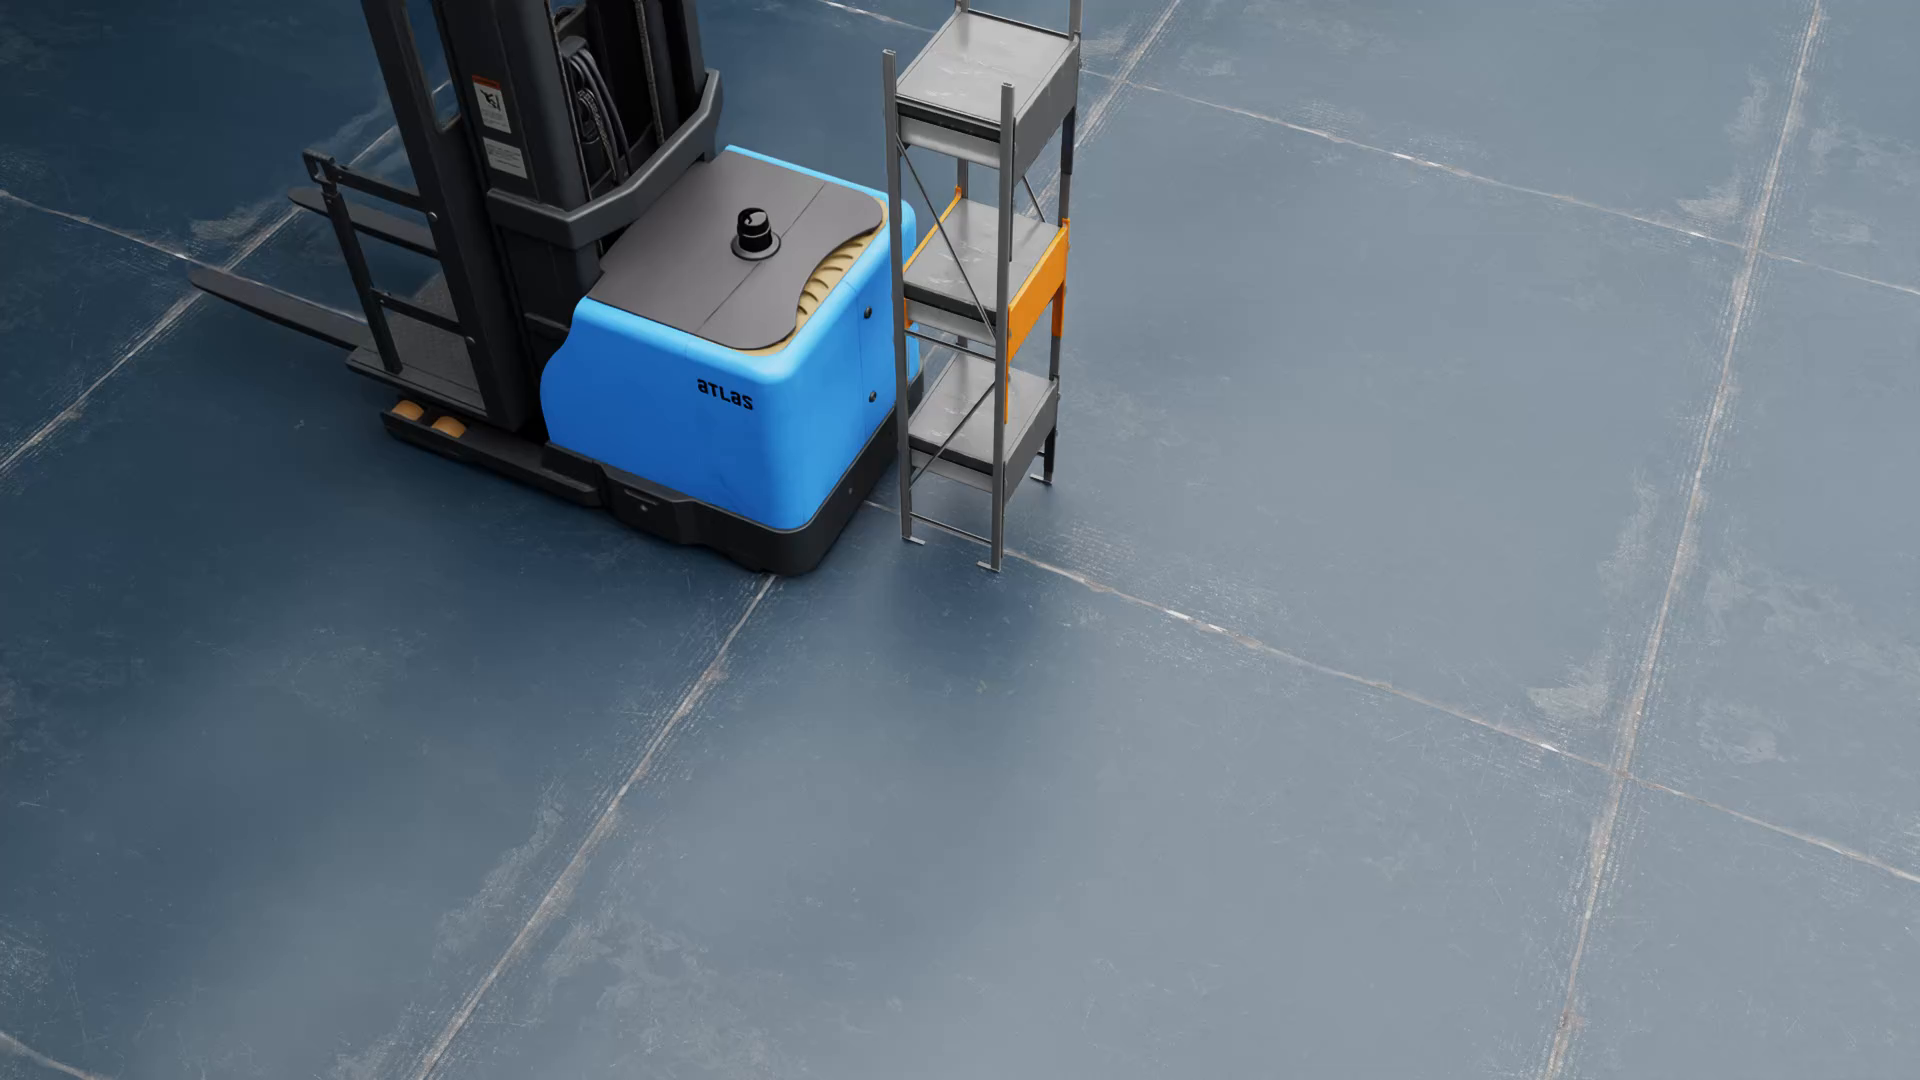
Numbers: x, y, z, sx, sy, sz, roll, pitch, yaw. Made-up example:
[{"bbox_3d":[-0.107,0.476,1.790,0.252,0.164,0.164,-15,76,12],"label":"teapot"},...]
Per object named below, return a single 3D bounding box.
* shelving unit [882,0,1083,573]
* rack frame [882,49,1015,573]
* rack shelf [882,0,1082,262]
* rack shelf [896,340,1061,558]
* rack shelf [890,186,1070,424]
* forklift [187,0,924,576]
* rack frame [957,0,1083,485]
[{"bbox_3d":[0.071,-0.794,5.547,0.431,2.100,0.503,20,52,16],"label":"shelving unit"},{"bbox_3d":[-0.034,-0.626,5.404,0.400,2.100,0.015,20,52,16],"label":"rack frame"},{"bbox_3d":[0.071,-1.239,5.025,0.431,0.518,0.480,20,52,16],"label":"rack shelf"},{"bbox_3d":[0.071,-0.332,6.091,0.431,0.518,0.480,20,52,16],"label":"rack shelf"},{"bbox_3d":[0.071,-0.786,5.558,0.431,0.518,0.480,20,52,16],"label":"rack shelf"},{"bbox_3d":[-1.696,-1.612,5.697,3.031,2.935,1.130,20,53,17],"label":"forklift"},{"bbox_3d":[0.175,-0.962,5.690,0.400,2.100,0.015,20,52,16],"label":"rack frame"}]
